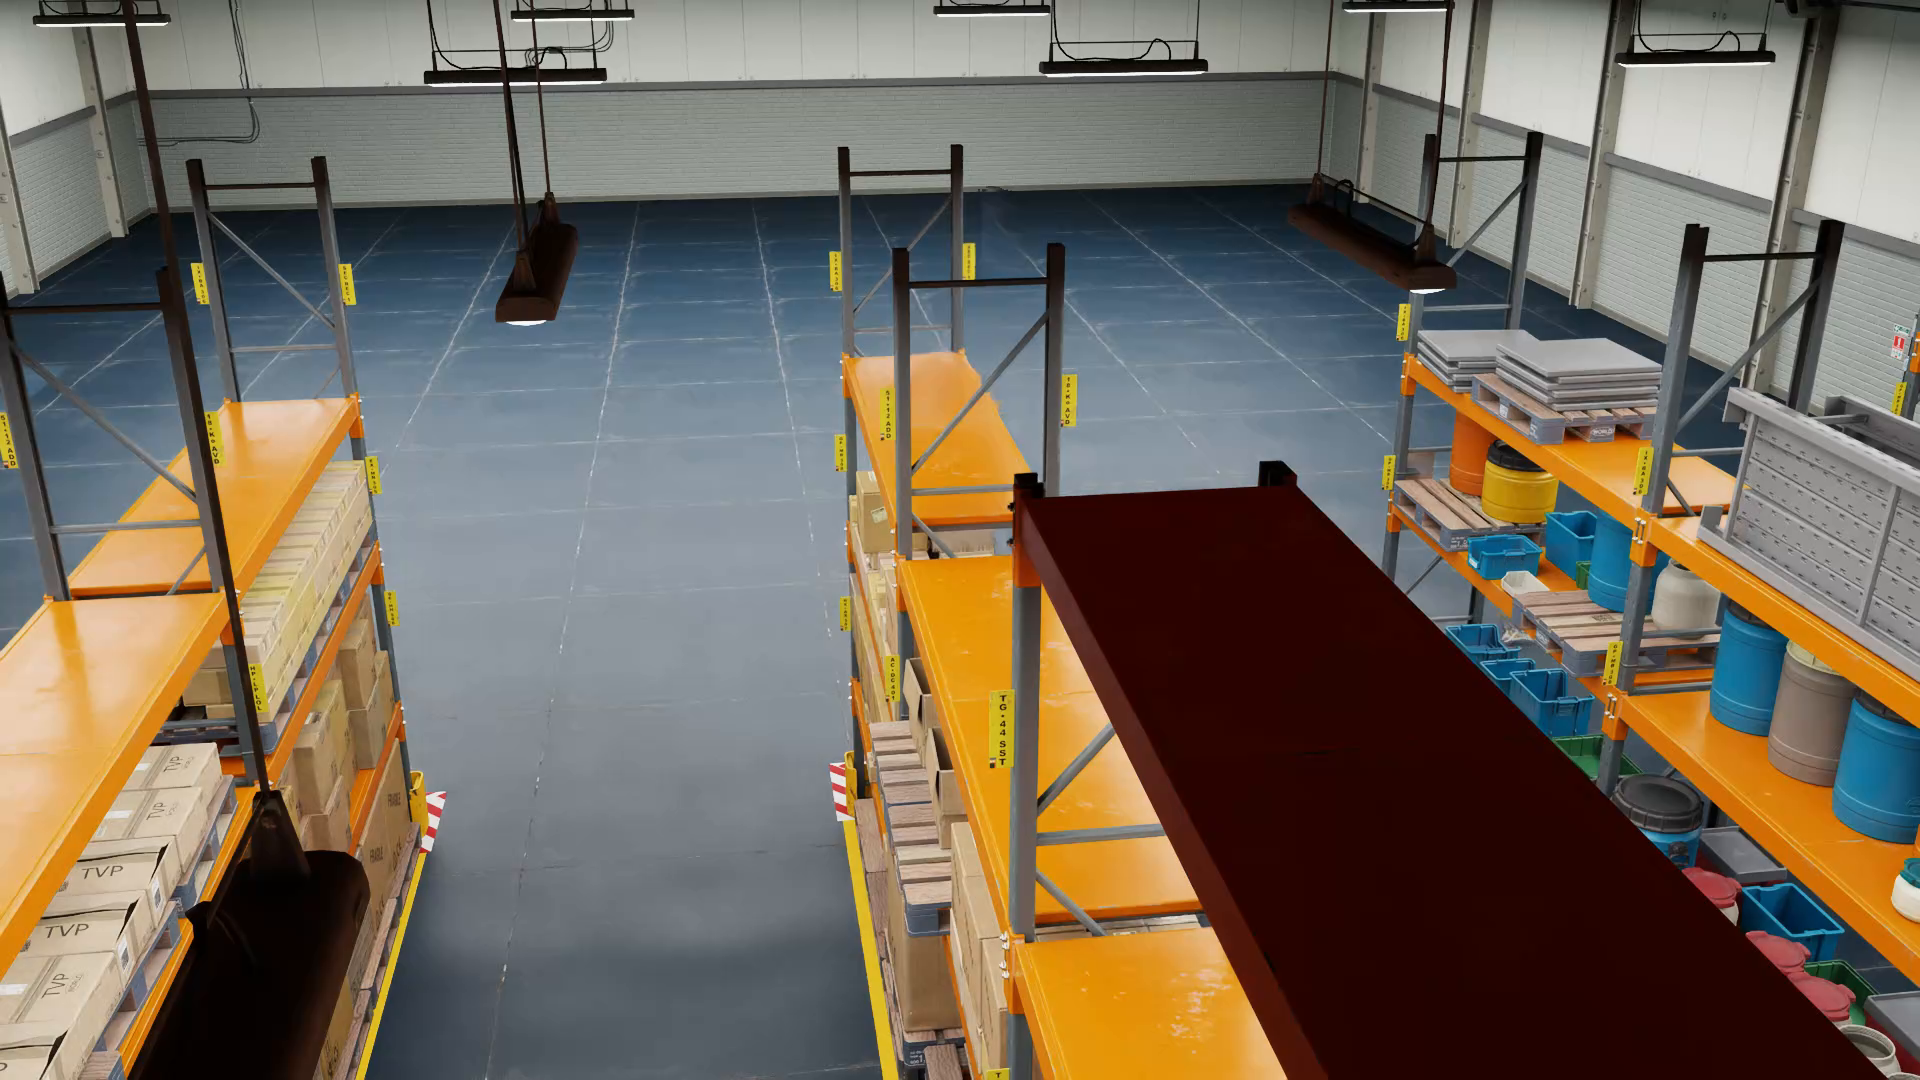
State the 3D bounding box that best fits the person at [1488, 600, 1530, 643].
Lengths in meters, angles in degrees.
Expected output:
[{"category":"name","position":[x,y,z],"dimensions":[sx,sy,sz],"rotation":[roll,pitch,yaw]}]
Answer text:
[{"category":"person","position":[6.122,0.398,18.472],"dimensions":[0.603,1.580,0.519],"rotation":[4,22,11]}]
